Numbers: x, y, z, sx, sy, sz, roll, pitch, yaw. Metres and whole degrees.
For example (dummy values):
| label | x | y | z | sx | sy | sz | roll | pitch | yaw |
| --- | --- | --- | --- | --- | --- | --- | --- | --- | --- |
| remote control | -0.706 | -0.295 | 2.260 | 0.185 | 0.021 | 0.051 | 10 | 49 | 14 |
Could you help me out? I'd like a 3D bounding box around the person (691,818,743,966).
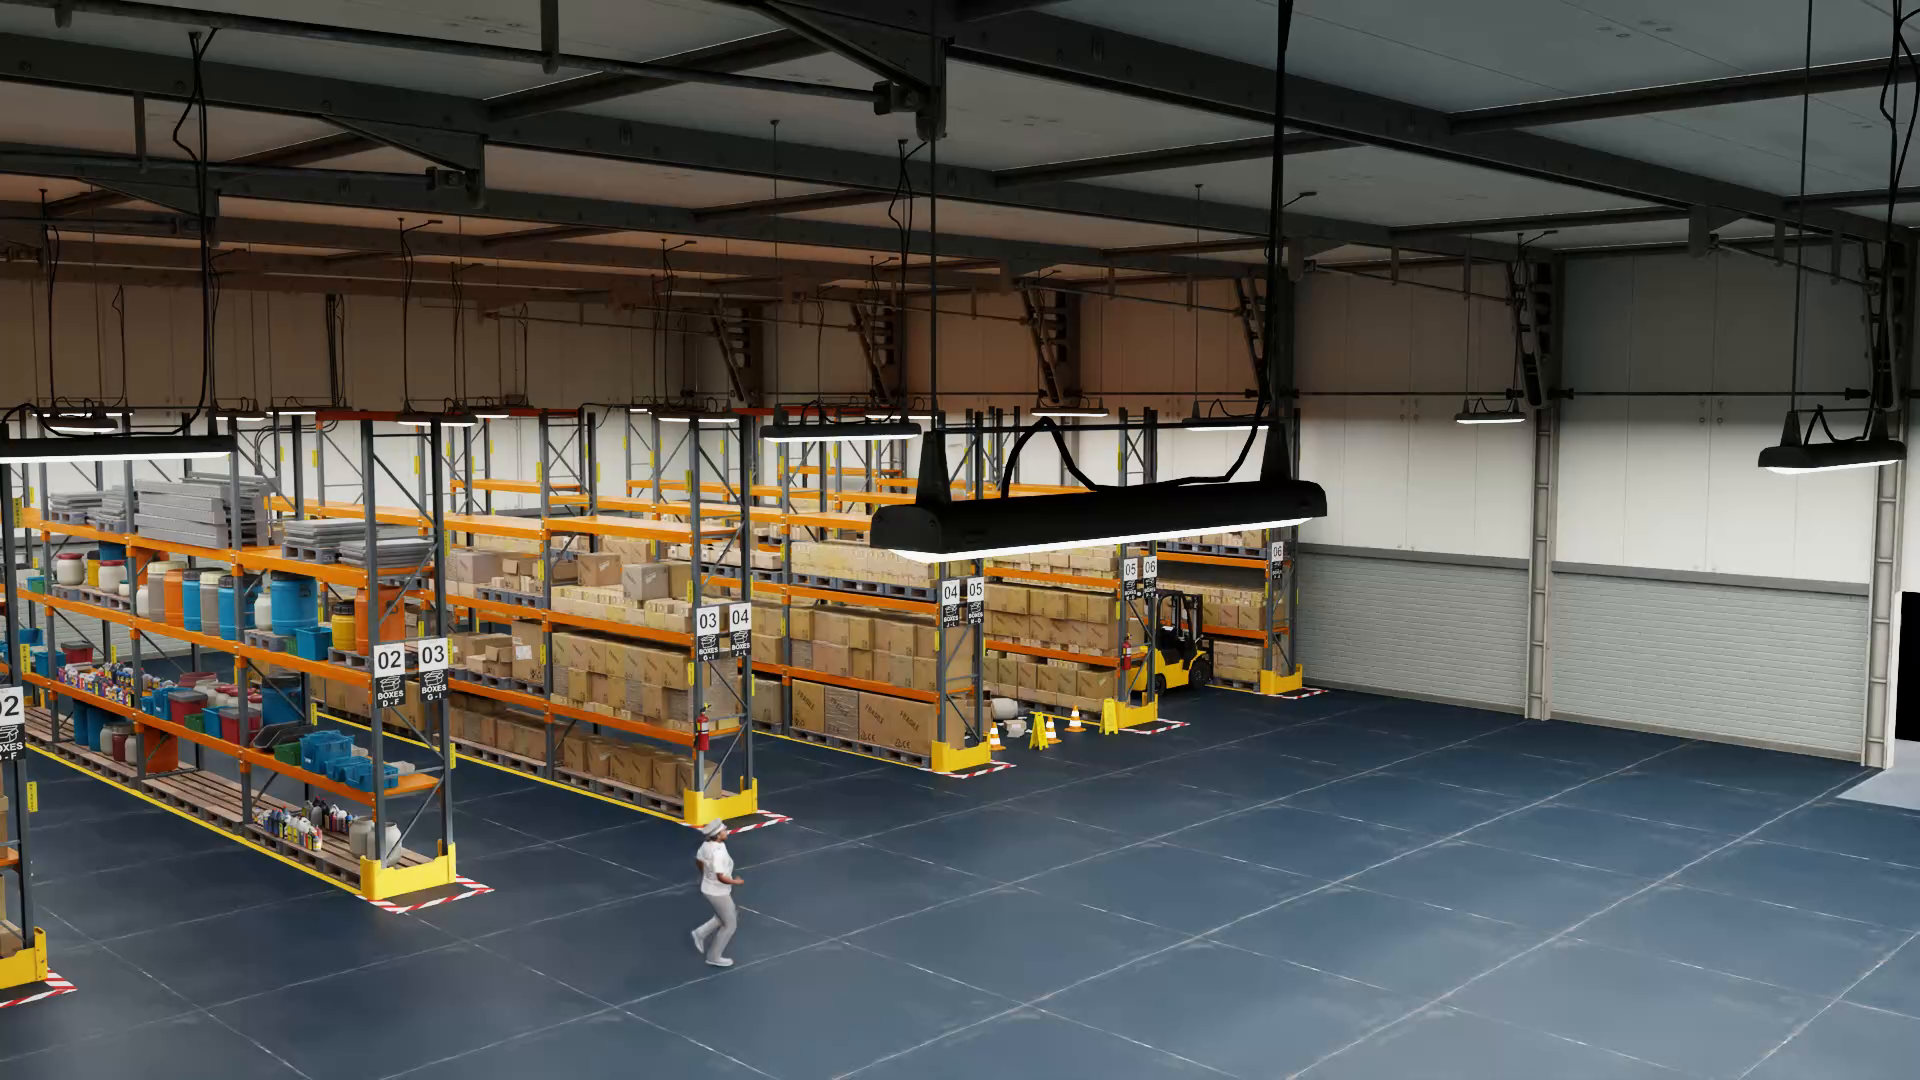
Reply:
| label | x | y | z | sx | sy | sz | roll | pitch | yaw |
| --- | --- | --- | --- | --- | --- | --- | --- | --- | --- |
| person | -2.678 | 3.882 | 18.369 | 0.539 | 1.664 | 0.629 | -3 | 6 | -27 |
